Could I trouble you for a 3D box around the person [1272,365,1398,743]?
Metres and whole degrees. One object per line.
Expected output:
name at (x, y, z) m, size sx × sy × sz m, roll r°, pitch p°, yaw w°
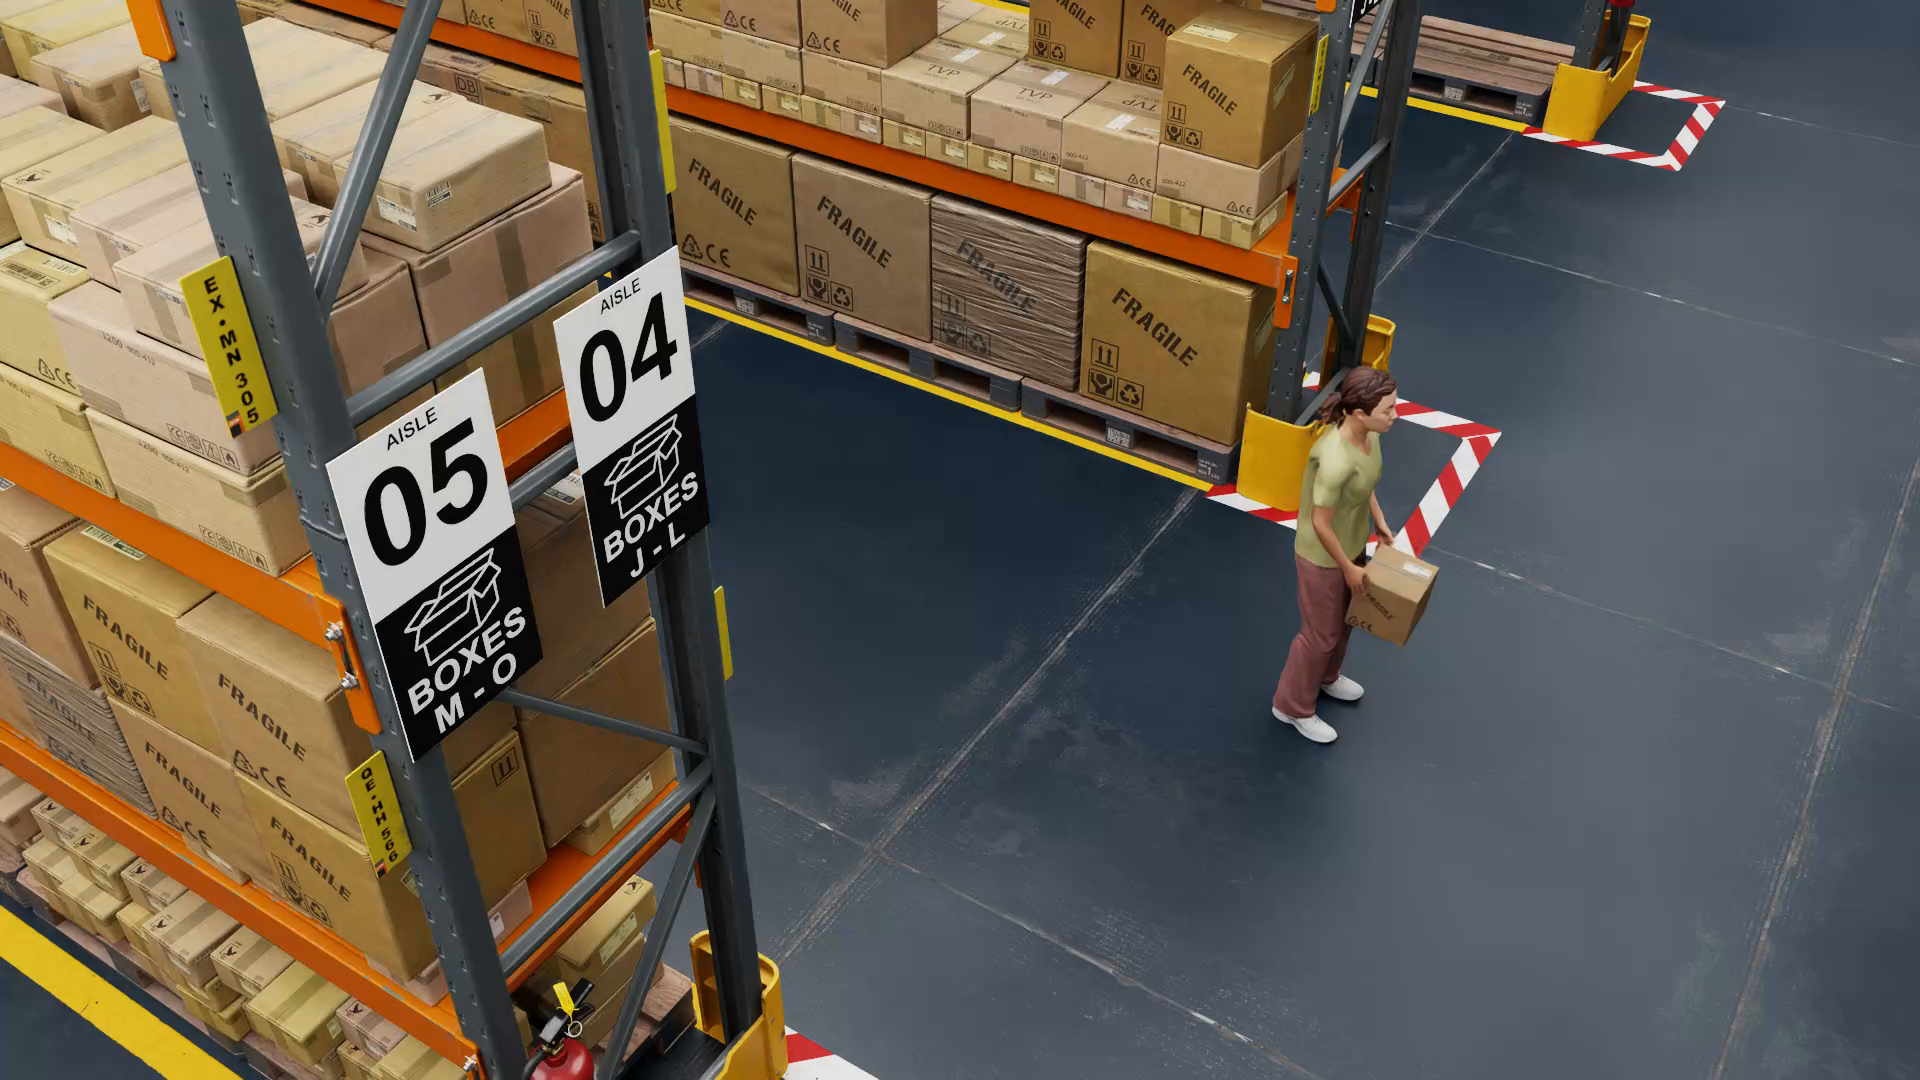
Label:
person at (1.514, 0.036, 6.633) m, size 0.366 × 1.676 × 0.475 m, roll 21°, pitch 43°, yaw 24°
